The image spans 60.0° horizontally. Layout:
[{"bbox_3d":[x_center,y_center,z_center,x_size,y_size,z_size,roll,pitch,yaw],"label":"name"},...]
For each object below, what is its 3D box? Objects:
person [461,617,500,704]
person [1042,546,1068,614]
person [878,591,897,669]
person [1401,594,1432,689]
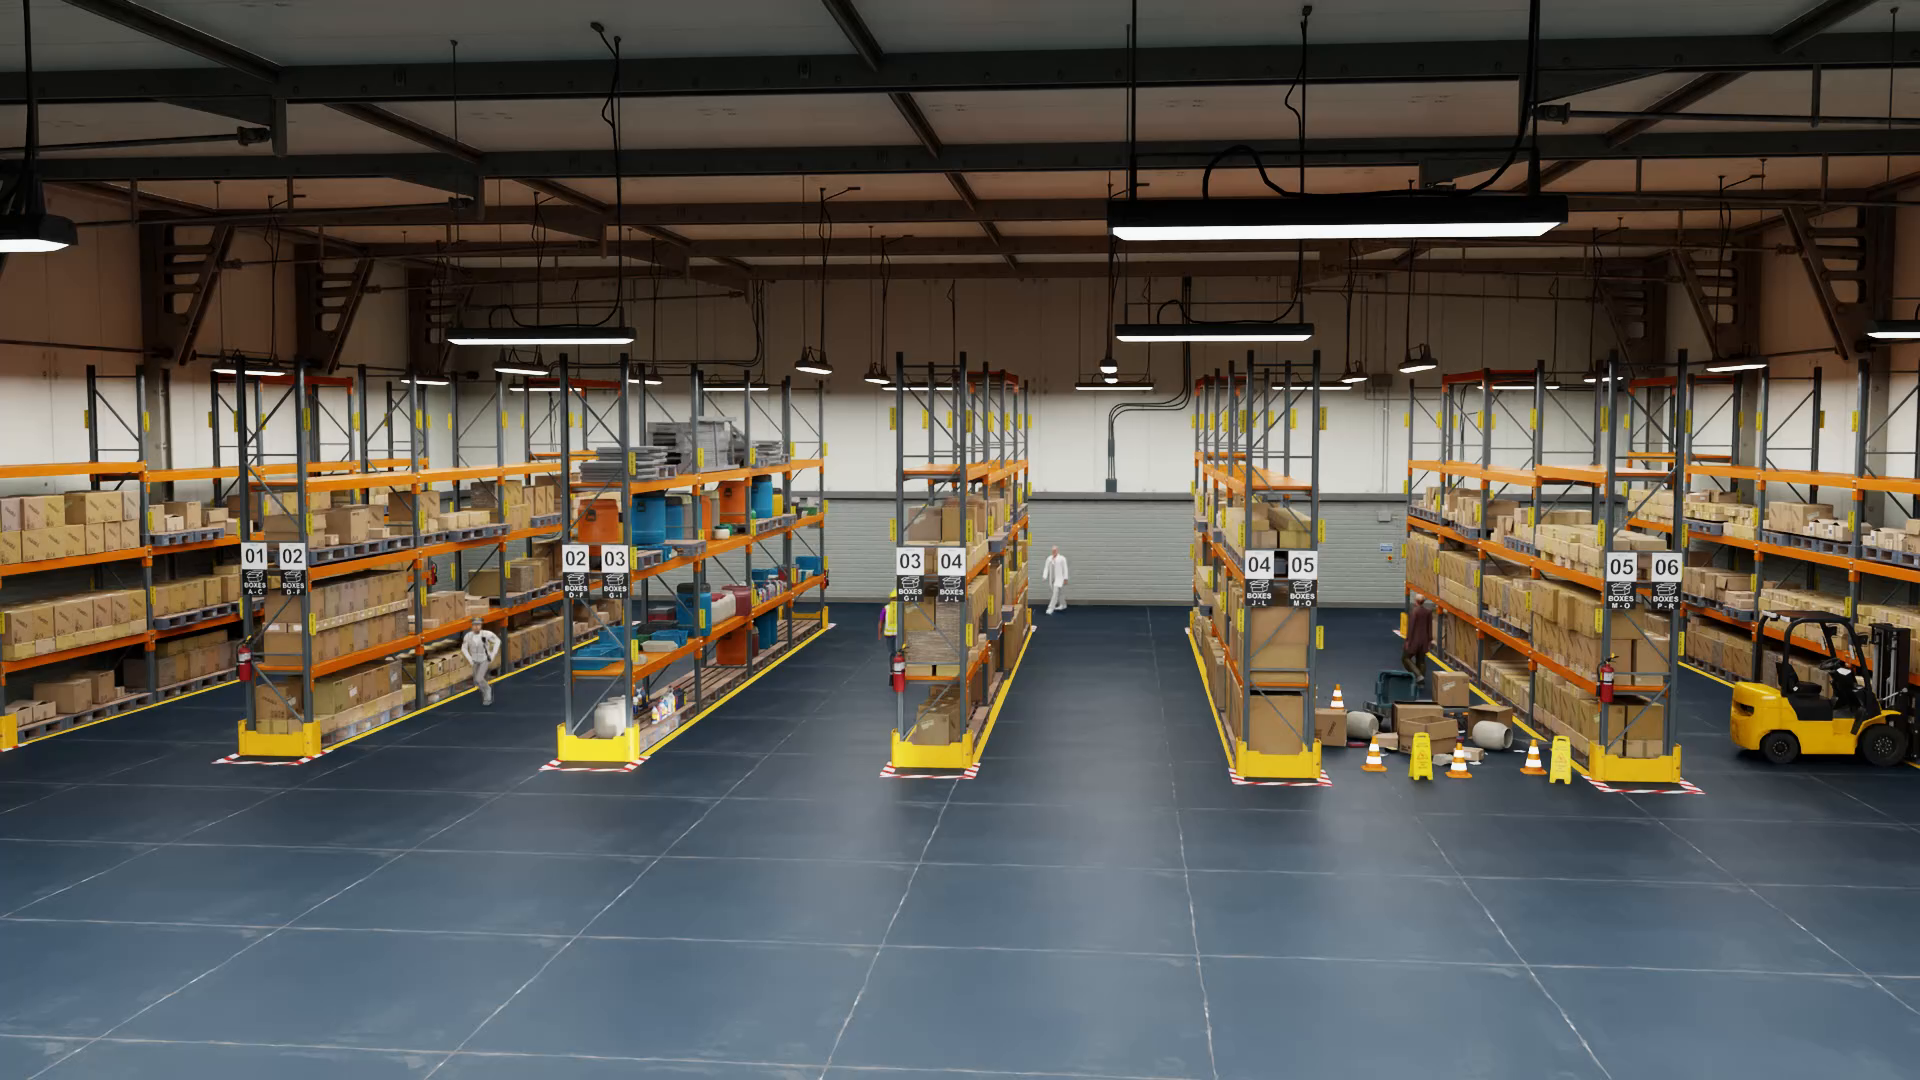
[{"bbox_3d":[-8.427,2.125,29.288,0.564,1.604,0.703,1,4,15],"label":"person"},{"bbox_3d":[2.492,1.019,43.554,0.594,1.714,1.136,3,5,40],"label":"person"},{"bbox_3d":[-1.284,1.839,32.220,0.595,1.705,1.070,1,4,9],"label":"person"},{"bbox_3d":[8.602,1.900,31.138,0.633,1.779,0.552,-2,5,-28],"label":"person"}]
